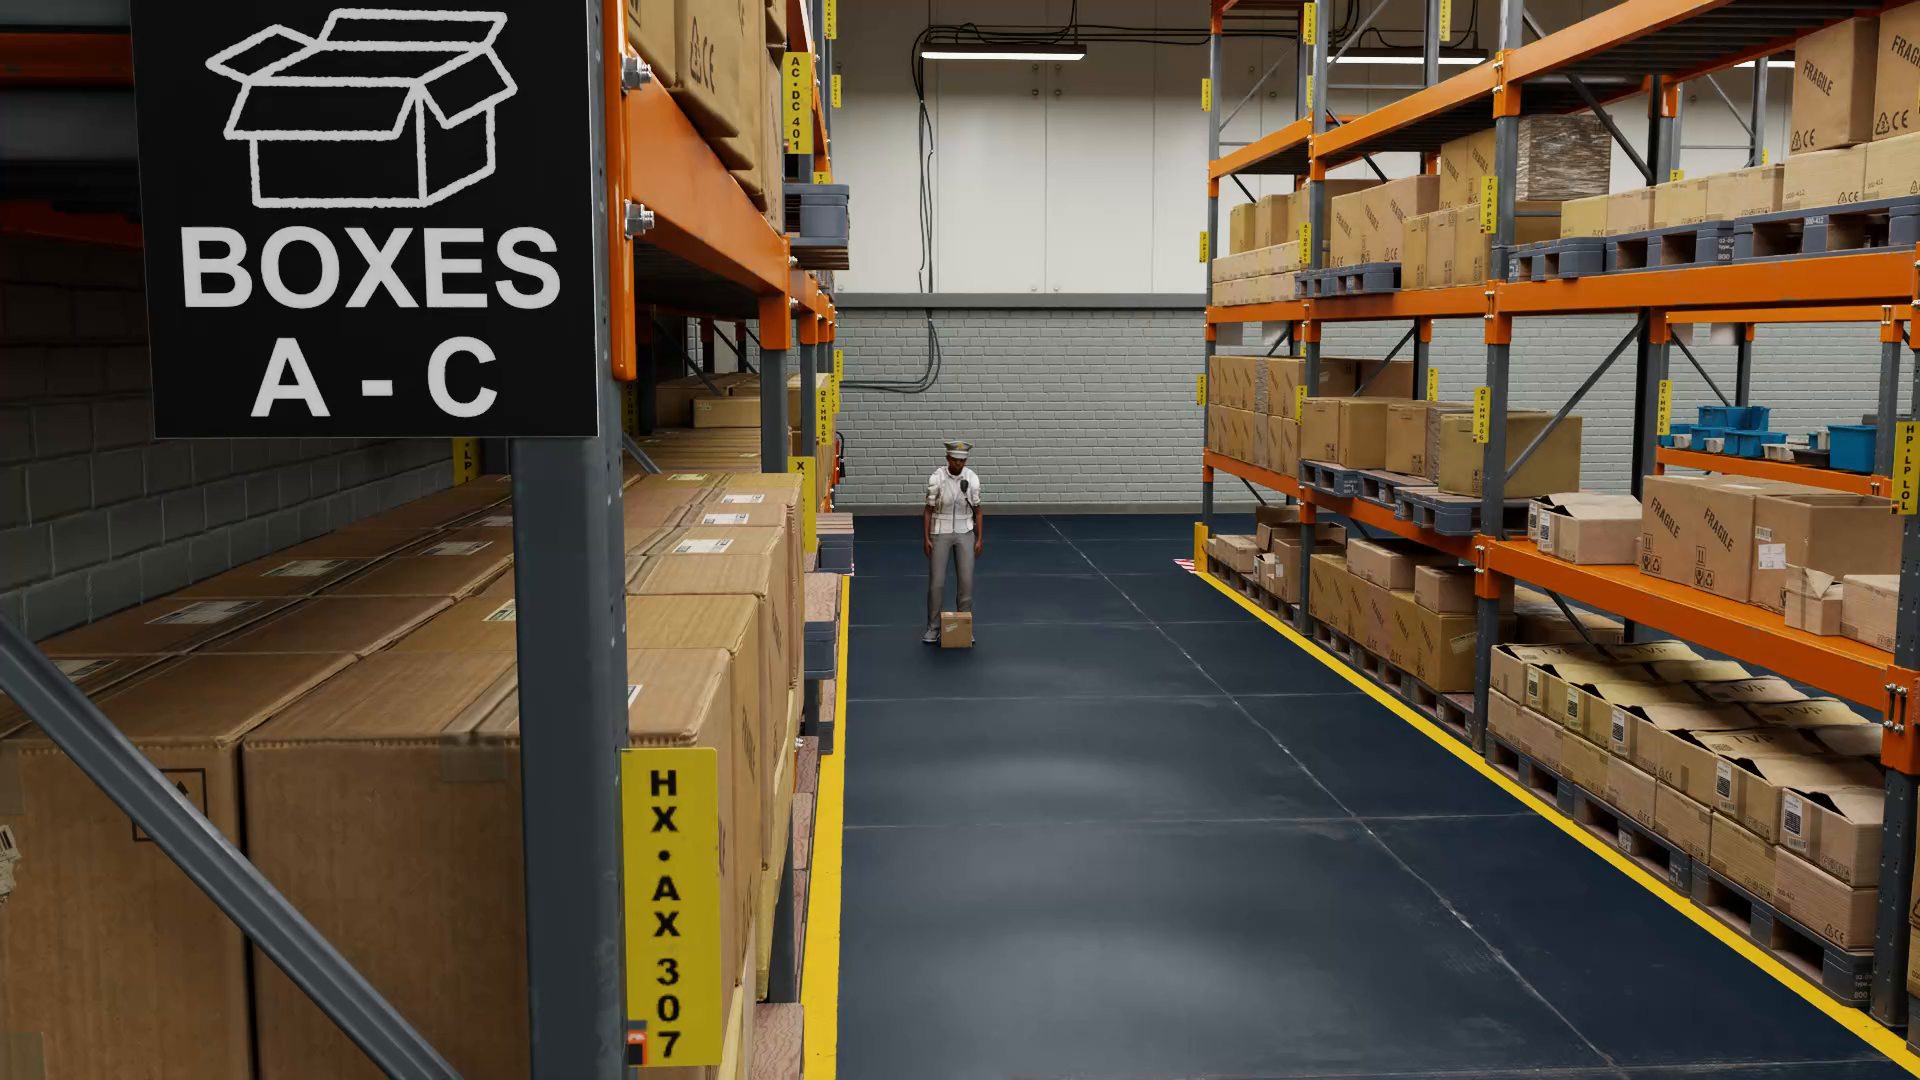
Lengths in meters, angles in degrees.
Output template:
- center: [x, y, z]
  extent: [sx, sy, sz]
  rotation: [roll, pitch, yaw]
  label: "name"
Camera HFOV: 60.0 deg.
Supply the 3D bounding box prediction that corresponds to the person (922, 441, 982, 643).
- center: [-0.062, 0.015, 13.697]
  extent: [0.513, 1.642, 0.417]
  rotation: [-1, 7, -7]
  label: "person"
